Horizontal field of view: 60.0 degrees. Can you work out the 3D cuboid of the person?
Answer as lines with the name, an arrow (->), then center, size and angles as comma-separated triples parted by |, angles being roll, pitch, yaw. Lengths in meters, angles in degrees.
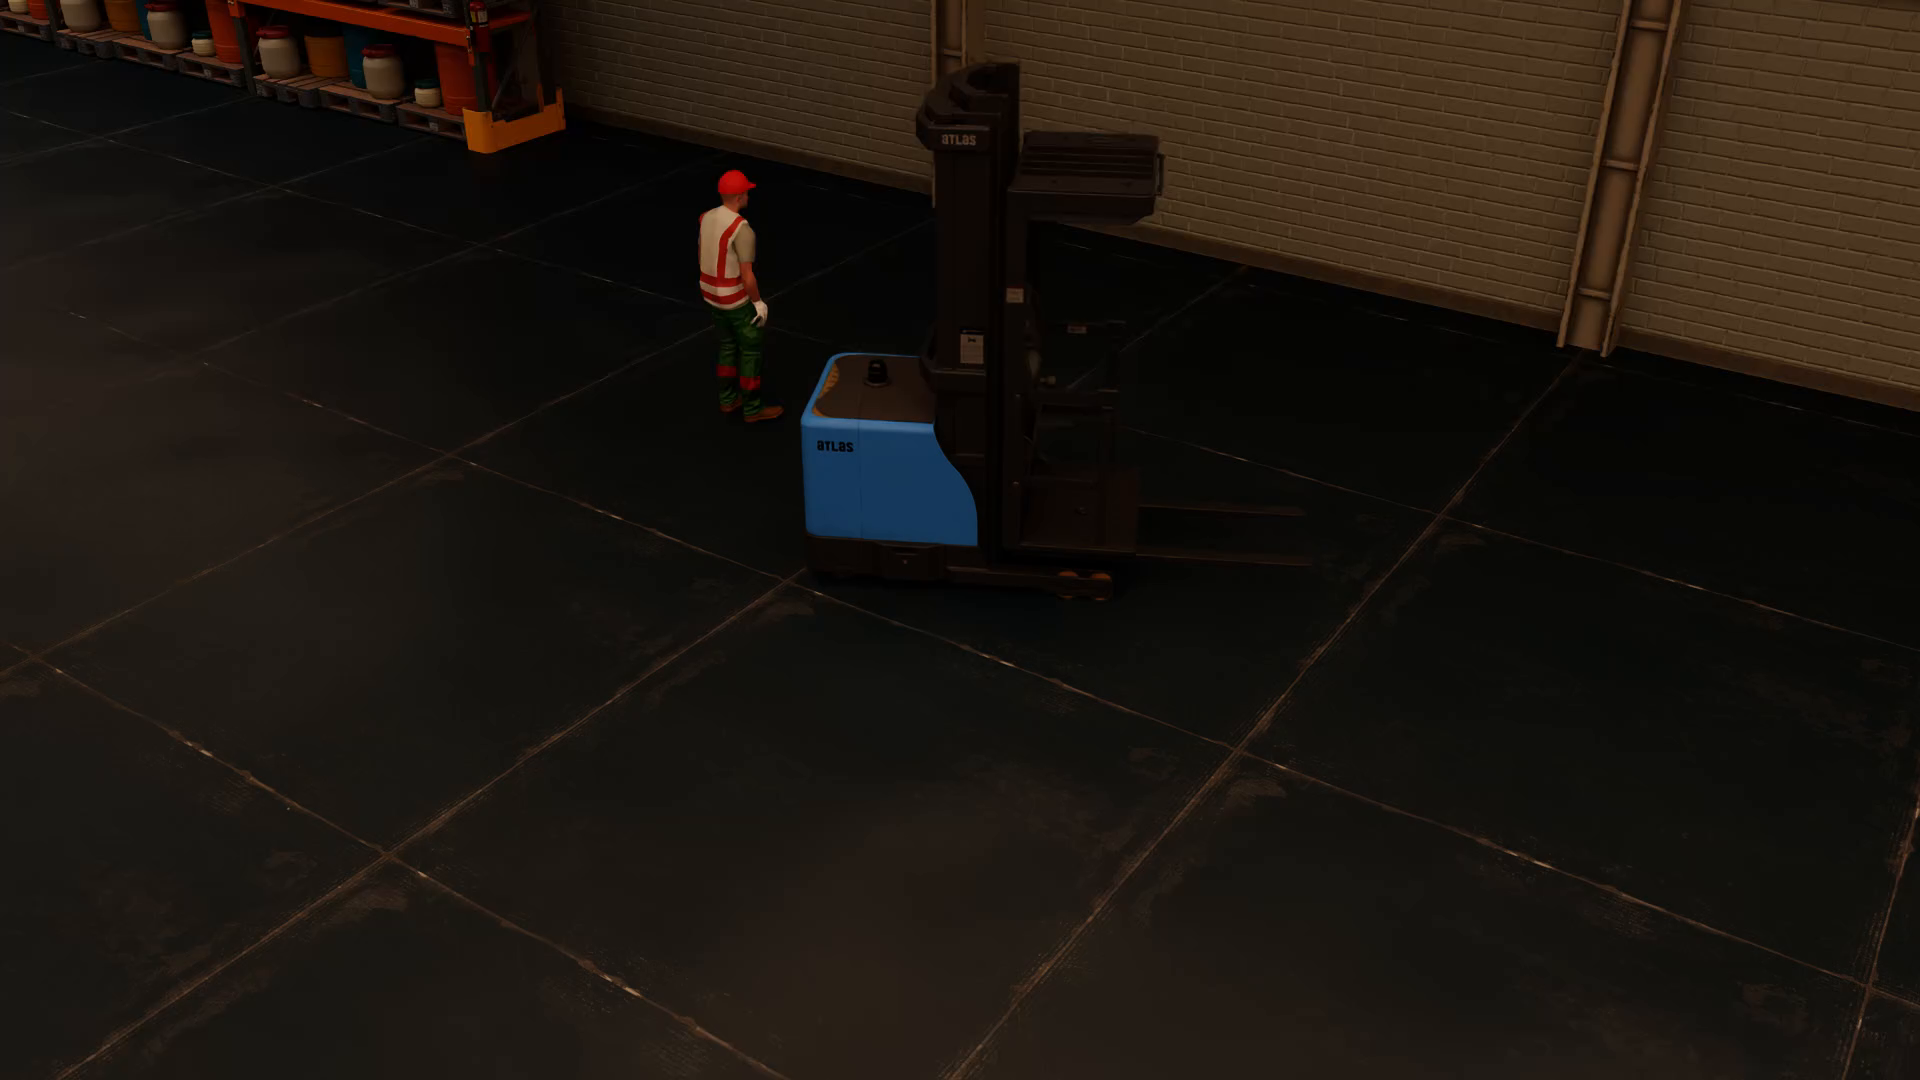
person -> -1.569, -1.705, 11.670 | 0.451, 1.777, 0.618 | -25, 38, -36

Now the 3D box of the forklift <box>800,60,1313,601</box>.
forklift -> 0.617, -1.188, 9.627 | 3.031, 2.935, 1.130 | 4, 30, 6
